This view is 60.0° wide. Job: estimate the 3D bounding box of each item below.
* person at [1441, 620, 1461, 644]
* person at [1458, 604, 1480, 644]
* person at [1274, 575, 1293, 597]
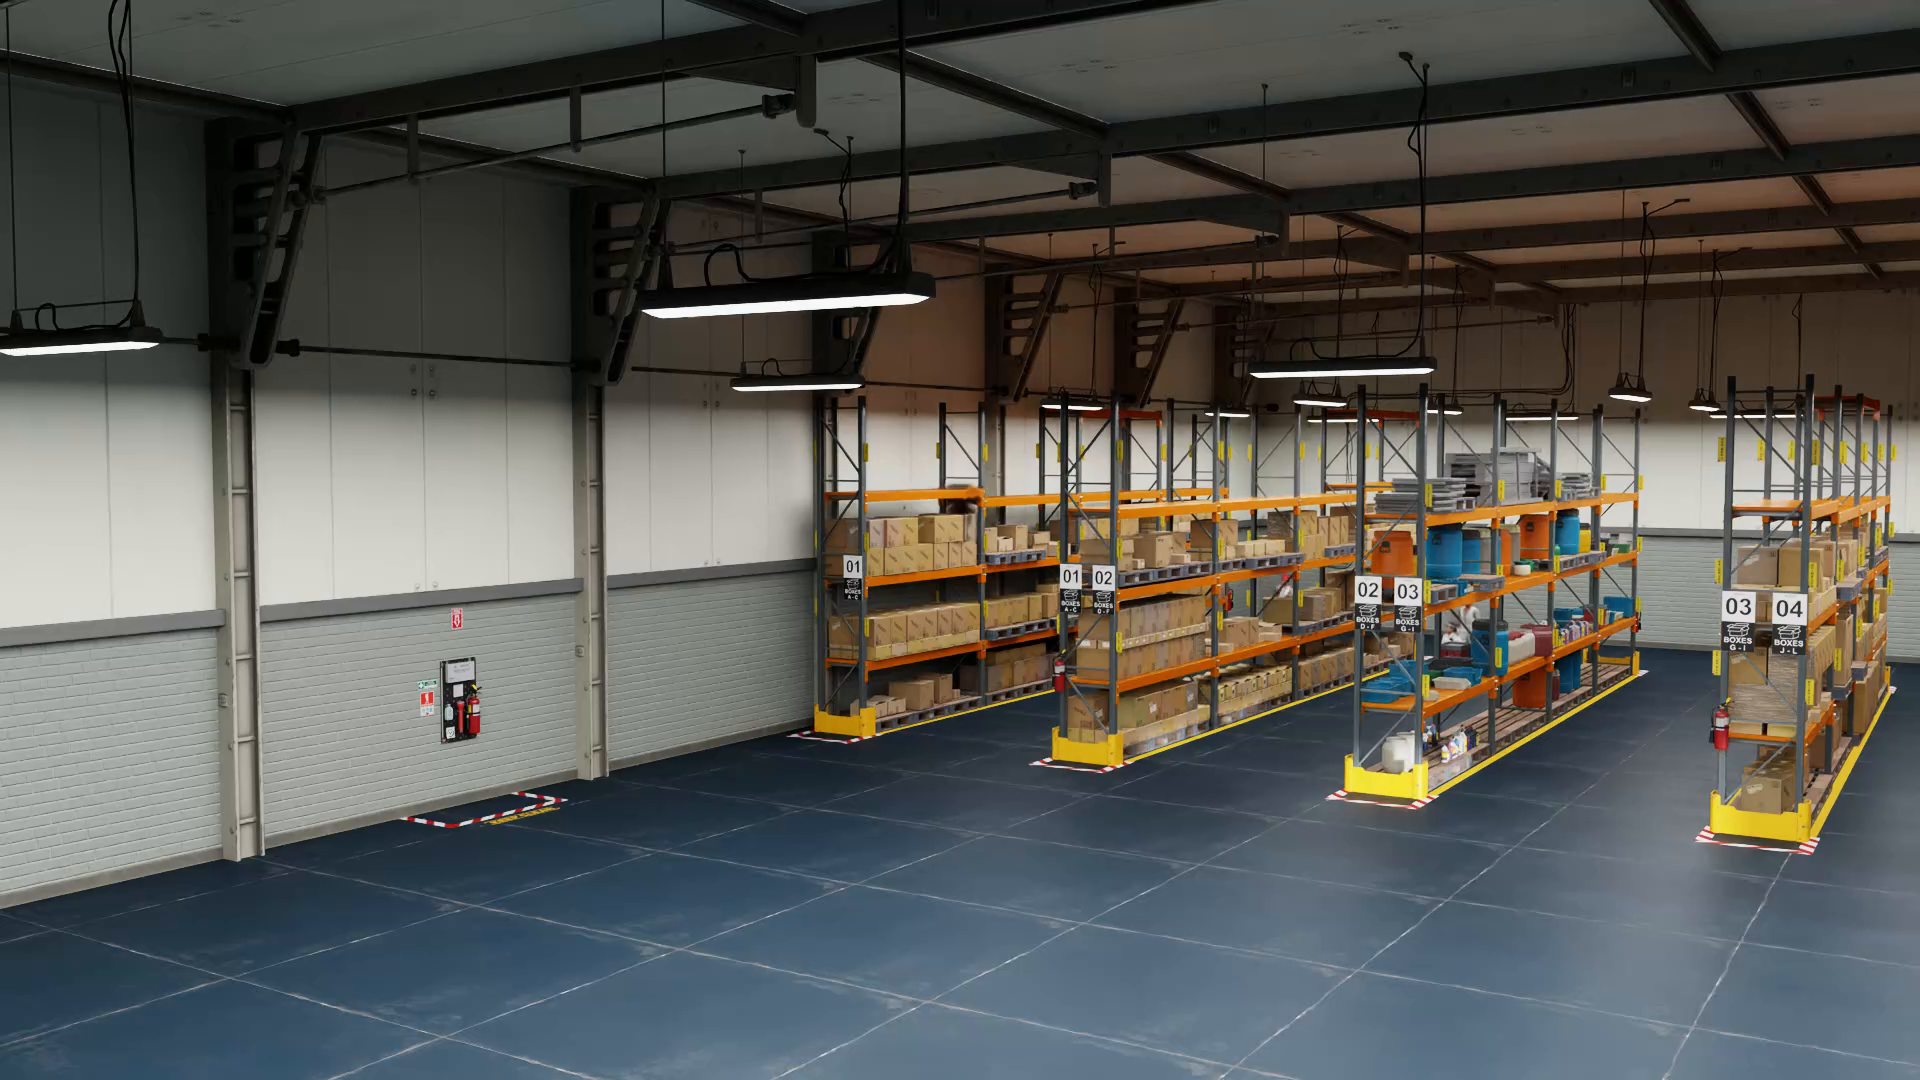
[{"bbox_3d":[9.821,2.424,33.391,0.560,1.644,0.963,2,4,38],"label":"person"},{"bbox_3d":[11.665,2.160,38.189,0.586,1.812,0.877,2,4,33],"label":"person"},{"bbox_3d":[8.577,1.805,44.144,0.641,1.758,0.906,0,3,4],"label":"person"}]
